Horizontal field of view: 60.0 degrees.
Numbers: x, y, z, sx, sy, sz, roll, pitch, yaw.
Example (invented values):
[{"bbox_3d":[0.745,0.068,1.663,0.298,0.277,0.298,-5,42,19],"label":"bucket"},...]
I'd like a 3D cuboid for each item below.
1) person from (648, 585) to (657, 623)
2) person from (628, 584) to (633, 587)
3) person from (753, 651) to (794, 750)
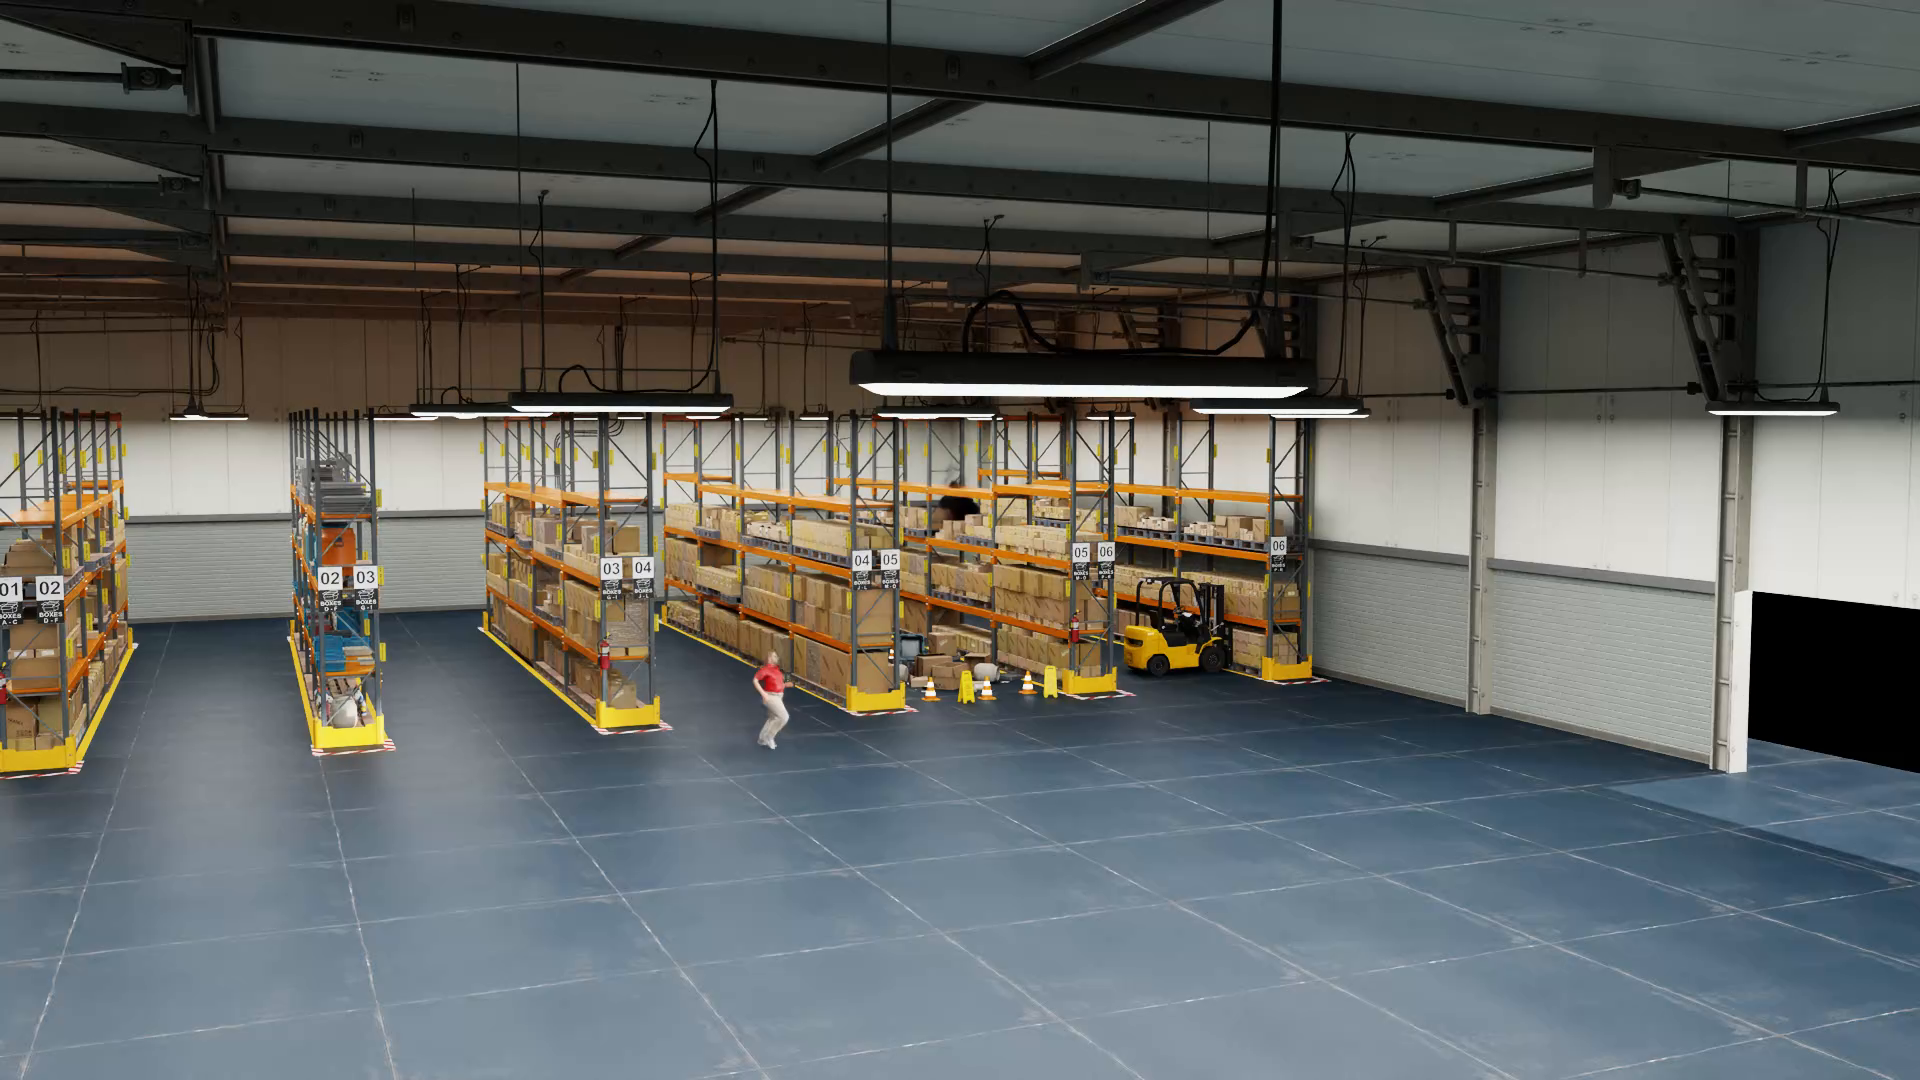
[{"bbox_3d":[-8.398,1.761,44.402,0.649,1.705,0.751,-2,5,-31],"label":"person"},{"bbox_3d":[-9.510,1.565,48.354,0.771,1.620,0.702,2,4,23],"label":"person"},{"bbox_3d":[-3.248,2.819,29.257,0.669,1.721,0.637,1,4,11],"label":"person"}]
